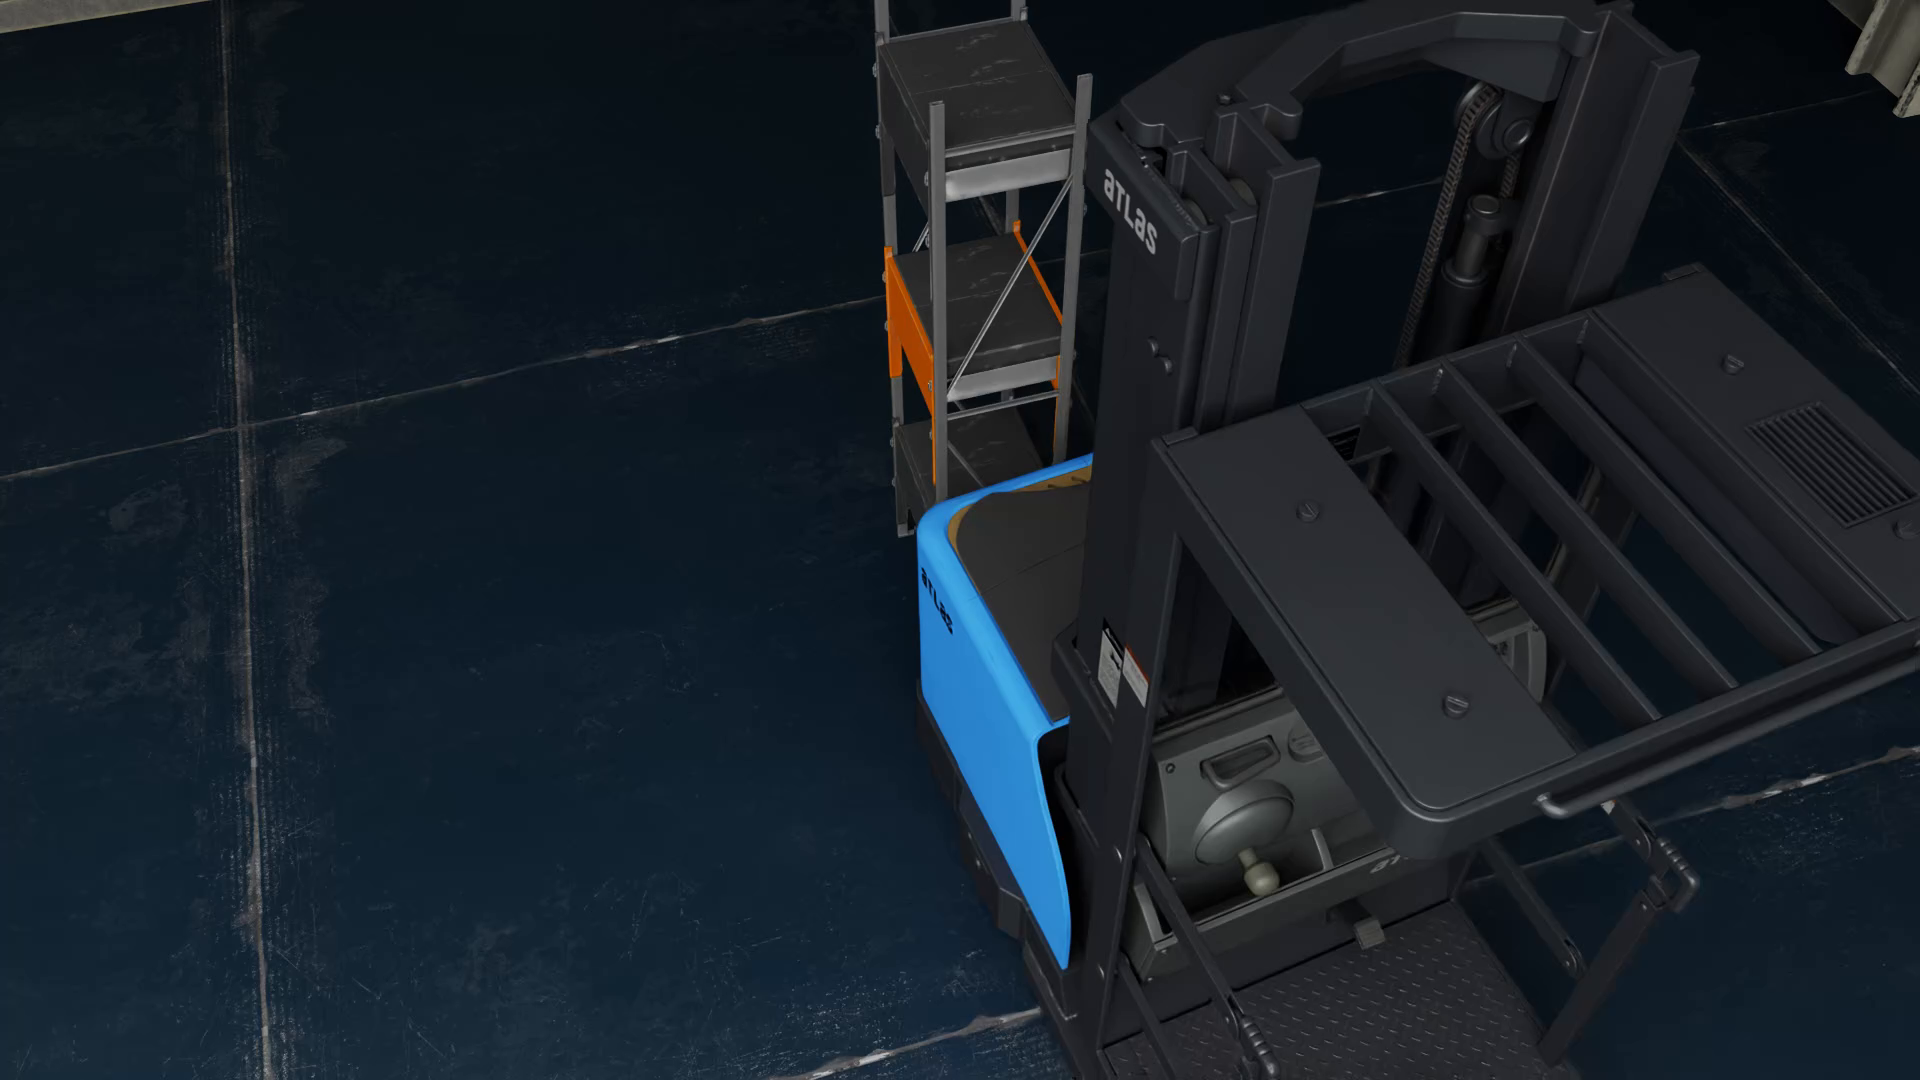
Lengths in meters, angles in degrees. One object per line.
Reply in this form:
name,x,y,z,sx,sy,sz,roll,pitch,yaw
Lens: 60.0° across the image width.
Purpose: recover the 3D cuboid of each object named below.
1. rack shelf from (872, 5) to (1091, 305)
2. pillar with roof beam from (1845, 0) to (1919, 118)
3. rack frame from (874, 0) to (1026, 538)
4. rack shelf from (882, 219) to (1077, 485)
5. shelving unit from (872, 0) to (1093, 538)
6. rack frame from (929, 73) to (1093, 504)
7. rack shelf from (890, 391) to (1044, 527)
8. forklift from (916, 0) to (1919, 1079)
rack shelf,0.049,-0.998,4.321,0.431,0.518,0.480,-13,51,-11
pillar with roof beam,0.109,-3.962,3.205,9.100,9.000,0.400,-13,51,-11
rack frame,-0.023,-0.734,4.996,0.400,2.100,0.015,-13,51,-11
rack shelf,0.049,-0.547,4.856,0.431,0.518,0.480,-13,51,-11
shelving unit,0.049,-0.556,4.845,0.431,2.100,0.503,-13,51,-11
rack frame,0.121,-0.378,4.695,0.400,2.100,0.015,-13,51,-11
rack shelf,0.049,-0.096,5.391,0.431,0.518,0.480,-13,51,-11
forklift,0.919,0.553,3.367,1.130,2.935,3.031,-18,52,-15
